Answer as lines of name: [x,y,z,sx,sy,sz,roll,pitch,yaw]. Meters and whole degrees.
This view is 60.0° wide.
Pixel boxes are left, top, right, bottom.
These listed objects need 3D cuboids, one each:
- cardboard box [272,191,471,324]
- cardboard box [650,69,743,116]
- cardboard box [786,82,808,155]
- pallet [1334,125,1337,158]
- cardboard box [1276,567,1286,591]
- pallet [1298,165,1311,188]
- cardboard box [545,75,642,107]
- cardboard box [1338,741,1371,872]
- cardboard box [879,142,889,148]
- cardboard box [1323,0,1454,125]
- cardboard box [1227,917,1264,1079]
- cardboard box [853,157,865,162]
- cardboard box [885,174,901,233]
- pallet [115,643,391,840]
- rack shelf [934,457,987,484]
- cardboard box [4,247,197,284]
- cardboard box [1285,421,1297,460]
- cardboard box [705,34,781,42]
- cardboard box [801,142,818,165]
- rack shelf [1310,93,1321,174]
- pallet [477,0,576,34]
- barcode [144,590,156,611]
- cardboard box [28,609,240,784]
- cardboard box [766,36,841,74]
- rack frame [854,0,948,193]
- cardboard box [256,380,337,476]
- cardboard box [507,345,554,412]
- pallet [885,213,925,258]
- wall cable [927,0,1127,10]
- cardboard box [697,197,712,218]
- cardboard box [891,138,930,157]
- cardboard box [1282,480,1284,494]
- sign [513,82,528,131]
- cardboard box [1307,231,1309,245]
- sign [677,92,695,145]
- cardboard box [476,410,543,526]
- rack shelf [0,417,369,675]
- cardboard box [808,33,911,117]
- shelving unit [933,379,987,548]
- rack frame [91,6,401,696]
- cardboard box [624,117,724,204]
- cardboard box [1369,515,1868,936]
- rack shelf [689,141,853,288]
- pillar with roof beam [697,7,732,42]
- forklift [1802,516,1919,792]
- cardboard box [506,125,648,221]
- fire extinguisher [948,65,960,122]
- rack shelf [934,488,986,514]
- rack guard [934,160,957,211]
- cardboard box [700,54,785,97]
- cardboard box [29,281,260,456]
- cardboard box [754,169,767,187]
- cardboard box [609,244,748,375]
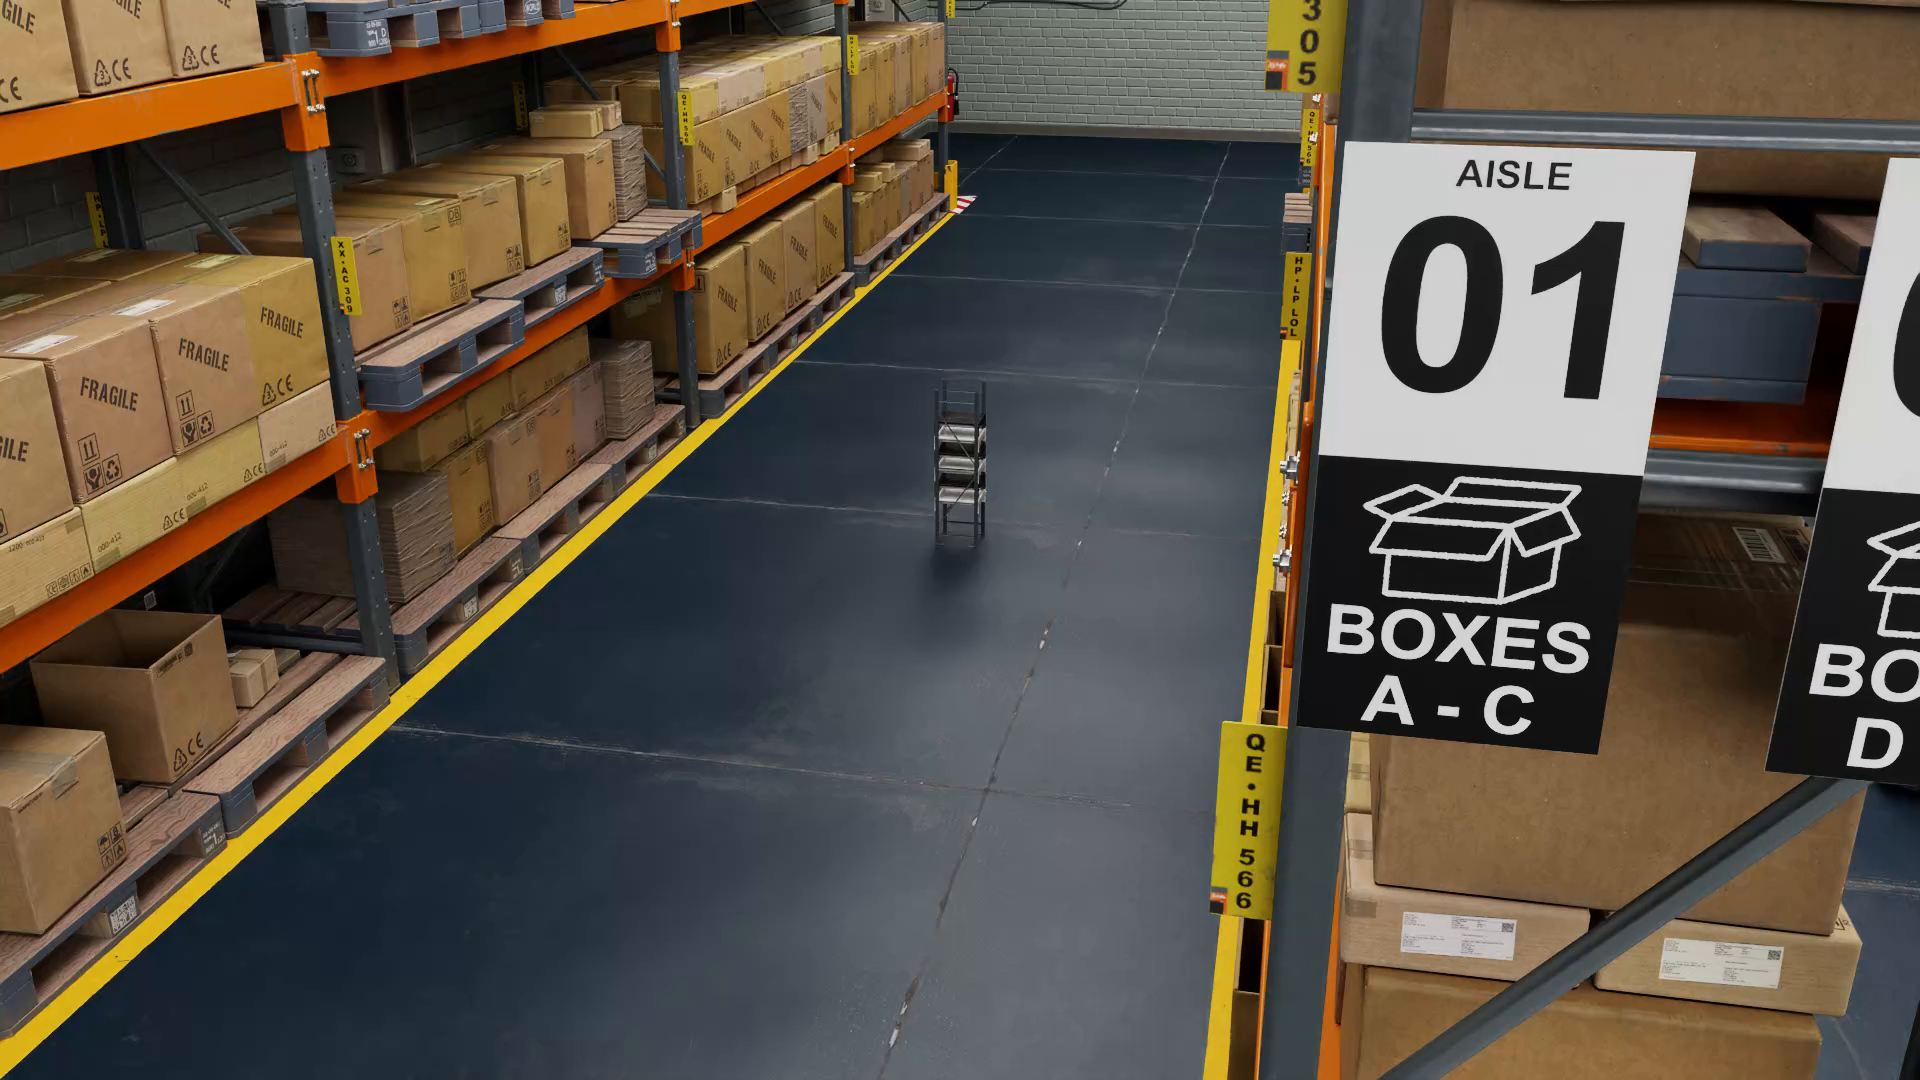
cardboard box: [-2.822,-1.368,8.013,0.700,0.500,0.500,7,23,16]
cardboard box: [-1.810,-3.078,11.418,0.500,0.250,0.500,4,22,10]
cardboard box: [-1.501,-3.291,12.952,0.500,0.500,0.500,4,22,11]
pallet: [1.370,-0.946,3.790,1.003,0.211,1.213,4,22,11]
cardboard box: [1.572,0.296,6.970,0.500,0.311,0.500,4,22,11]
pallet: [3.132,-2.907,12.813,1.003,0.211,1.213,4,22,11]
cardboard box: [-2.425,-2.920,11.027,0.500,0.250,0.500,5,22,12]
cardboard box: [0.897,0.511,3.066,0.380,0.149,0.250,5,22,12]
cardboard box: [-0.949,-4.067,17.353,0.380,0.149,0.250,5,22,11]
cardboard box: [0.931,-0.914,3.044,0.500,0.250,0.500,4,22,11]
cardboard box: [0.962,1.256,4.335,0.500,0.500,0.500,4,22,11]
cardboard box: [-1.156,-3.696,16.432,0.380,0.149,0.250,4,22,10]
cardboard box: [-0.982,-3.328,16.386,0.700,0.500,0.500,5,22,12]
pallet: [-3.183,0.811,7.056,1.003,0.211,1.213,4,22,11]
rack shelf: [0.002,-0.389,9.205,0.258,0.077,0.200,4,22,11]
cardboard box: [-3.381,-0.862,6.649,0.500,0.500,0.500,4,22,10]
cardboard box: [1.987,-0.448,8.819,0.500,0.311,0.500,4,22,9]
cardboard box: [-1.797,-4.049,13.830,0.500,0.250,0.500,5,23,13]
cardboard box: [-1.361,-3.117,13.388,0.380,0.149,0.250,4,22,11]
rack shelf: [2.178,-2.143,7.608,1.077,0.370,4.000,4,22,11]
pallet: [-2.641,-2.632,8.109,1.213,0.211,1.003,4,22,11]
barcode: [-3.425,0.256,7.032,0.001,0.075,0.075,4,22,11]
cardboard box: [-3.253,0.608,6.587,0.500,0.500,0.500,3,22,7]
cardboard box: [-1.293,-4.007,13.726,0.500,0.250,0.500,5,22,12]
rack frame: [-0.632,-5.119,18.049,1.000,3.000,0.127,4,22,11]
cardboard box: [-2.880,-0.474,6.689,0.500,0.250,0.500,5,22,11]
cardboard box: [-2.638,-0.926,9.391,0.500,0.250,0.500,4,22,11]
pallet: [-0.969,-3.082,16.724,1.003,0.211,1.213,4,22,11]
wall cable: [0.872,-8.503,22.577,3.097,2.526,0.112,4,22,11]
cardboard box: [-1.910,-2.280,11.310,0.380,0.149,0.250,5,22,12]
cardboard box: [-0.524,-4.131,17.511,0.380,0.149,0.250,4,22,10]
cardboard box: [1.990,-0.193,8.935,0.500,0.250,0.500,4,22,10]
sign: [-2.808,-2.771,10.670,0.100,0.325,0.005,4,22,11]
cardboard box: [3.241,-2.554,14.438,0.500,0.500,0.500,4,22,11]
sign: [-1.731,-2.656,10.489,0.100,0.325,0.005,4,22,11]
cardboard box: [-2.746,-0.422,9.143,0.700,0.500,0.500,5,22,12]
rack shelf: [-3.488,0.335,5.470,1.077,0.370,4.000,4,22,11]
cardboard box: [-1.028,-4.526,16.174,0.980,0.700,0.700,3,22,8]
shelving unit: [0.002,-0.420,9.193,0.258,0.900,0.210,4,22,11]
rack frame: [-3.080,-0.730,7.152,1.000,3.000,0.127,4,22,11]
cardboard box: [-1.914,-2.545,11.099,0.500,0.500,0.500,5,22,13]
cardboard box: [1.072,0.271,2.794,0.700,0.500,0.500,5,22,11]
rack shelf: [-1.856,-2.591,12.735,1.077,0.370,4.000,4,22,11]
pillar with roof beam: [2.063,-6.433,13.280,9.100,9.000,0.400,4,22,11]
forklift: [4.623,-0.793,7.398,1.130,2.935,3.031,6,23,13]
cardboard box: [-2.350,-2.271,10.255,0.700,0.500,0.500,2,22,5]
fire extinguisher: [-0.149,-4.930,18.183,0.296,0.674,0.183,4,22,11]
rack shelf: [0.002,-0.223,9.273,0.258,0.077,0.200,4,22,11]
rack guard: [-0.627,-3.968,18.538,1.175,0.500,0.348,4,22,11]
cardboard box: [-1.614,-3.448,12.337,0.500,0.250,0.500,4,22,10]
cardboard box: [-2.970,-0.638,6.094,0.500,0.500,0.500,4,22,11]
cardboard box: [-1.668,-2.751,12.478,0.380,0.149,0.250,5,22,11]
cardboard box: [-1.986,-1.650,11.750,0.750,0.750,0.750,4,22,10]
